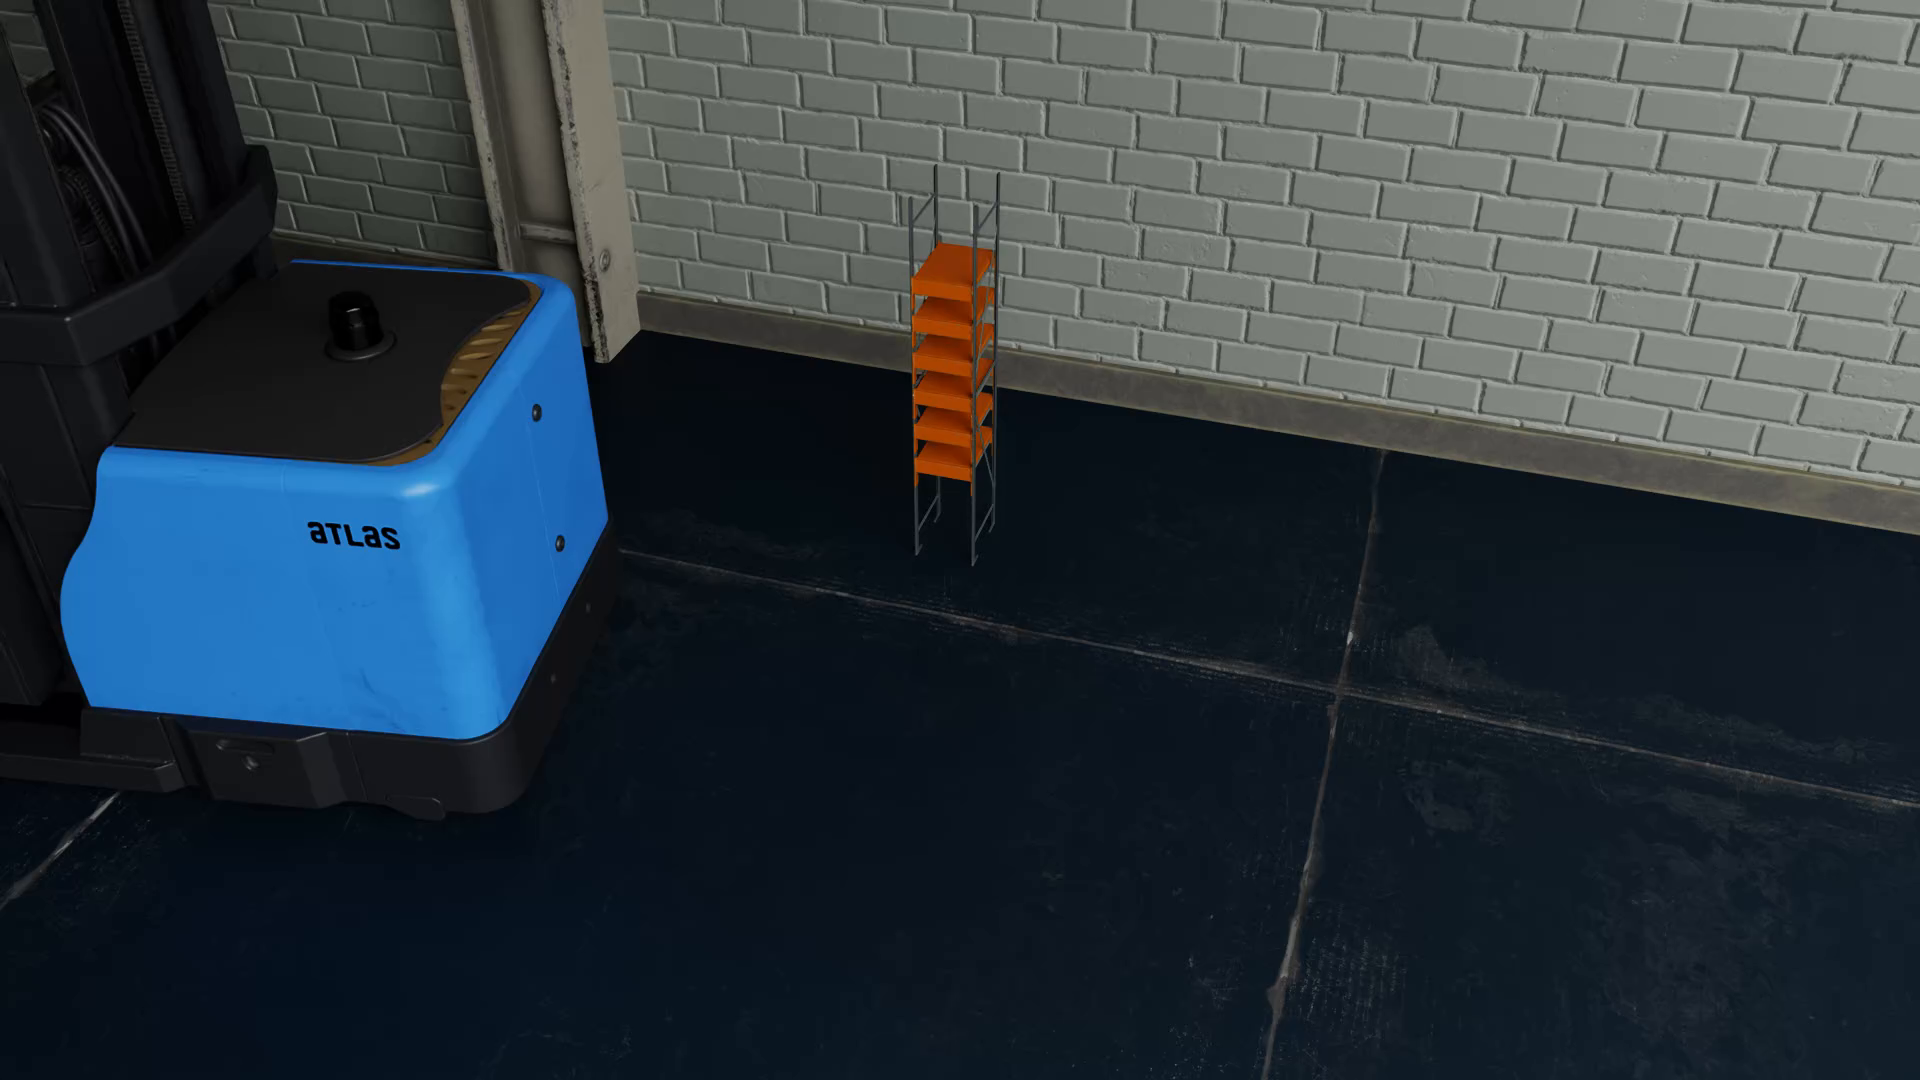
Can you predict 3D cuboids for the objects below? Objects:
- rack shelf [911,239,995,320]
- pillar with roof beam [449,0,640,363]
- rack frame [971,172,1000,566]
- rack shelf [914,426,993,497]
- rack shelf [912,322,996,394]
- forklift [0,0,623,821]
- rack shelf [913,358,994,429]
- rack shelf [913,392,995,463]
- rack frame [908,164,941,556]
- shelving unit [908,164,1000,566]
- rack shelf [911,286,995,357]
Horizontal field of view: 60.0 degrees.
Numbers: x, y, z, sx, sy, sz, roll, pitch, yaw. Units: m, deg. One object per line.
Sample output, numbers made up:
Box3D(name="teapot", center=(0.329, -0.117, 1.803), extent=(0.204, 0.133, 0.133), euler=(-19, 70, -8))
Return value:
Box3D(name="rack shelf", center=(-0.014, -0.740, 4.711), extent=(0.180, 0.103, 0.258), euler=(10, 38, 14))
Box3D(name="pillar with roof beam", center=(-2.728, -1.961, 0.323), extent=(0.400, 9.000, 9.100), euler=(10, 38, 14))
Box3D(name="rack frame", center=(0.074, -0.470, 4.876), extent=(0.006, 1.200, 0.240), euler=(10, 38, 14))
Box3D(name="rack shelf", center=(-0.014, -0.257, 5.066), extent=(0.180, 0.103, 0.258), euler=(10, 38, 14))
Box3D(name="rack shelf", center=(-0.014, -0.547, 4.853), extent=(0.180, 0.103, 0.258), euler=(10, 38, 14))
Box3D(name="forklift", center=(-2.559, -0.848, 3.930), extent=(3.031, 2.935, 1.130), euler=(4, 37, 6))
Box3D(name="rack shelf", center=(-0.014, -0.450, 4.924), extent=(0.180, 0.103, 0.258), euler=(10, 38, 14))
Box3D(name="rack shelf", center=(-0.014, -0.353, 4.995), extent=(0.180, 0.103, 0.258), euler=(10, 38, 14))
Box3D(name="rack frame", center=(-0.101, -0.502, 4.920), extent=(0.006, 1.200, 0.240), euler=(10, 38, 14))
Box3D(name="shelving unit", center=(-0.014, -0.486, 4.898), extent=(0.189, 1.200, 0.258), euler=(10, 38, 14))
Box3D(name="rack shelf", center=(-0.014, -0.643, 4.782), extent=(0.180, 0.103, 0.258), euler=(10, 38, 14))
